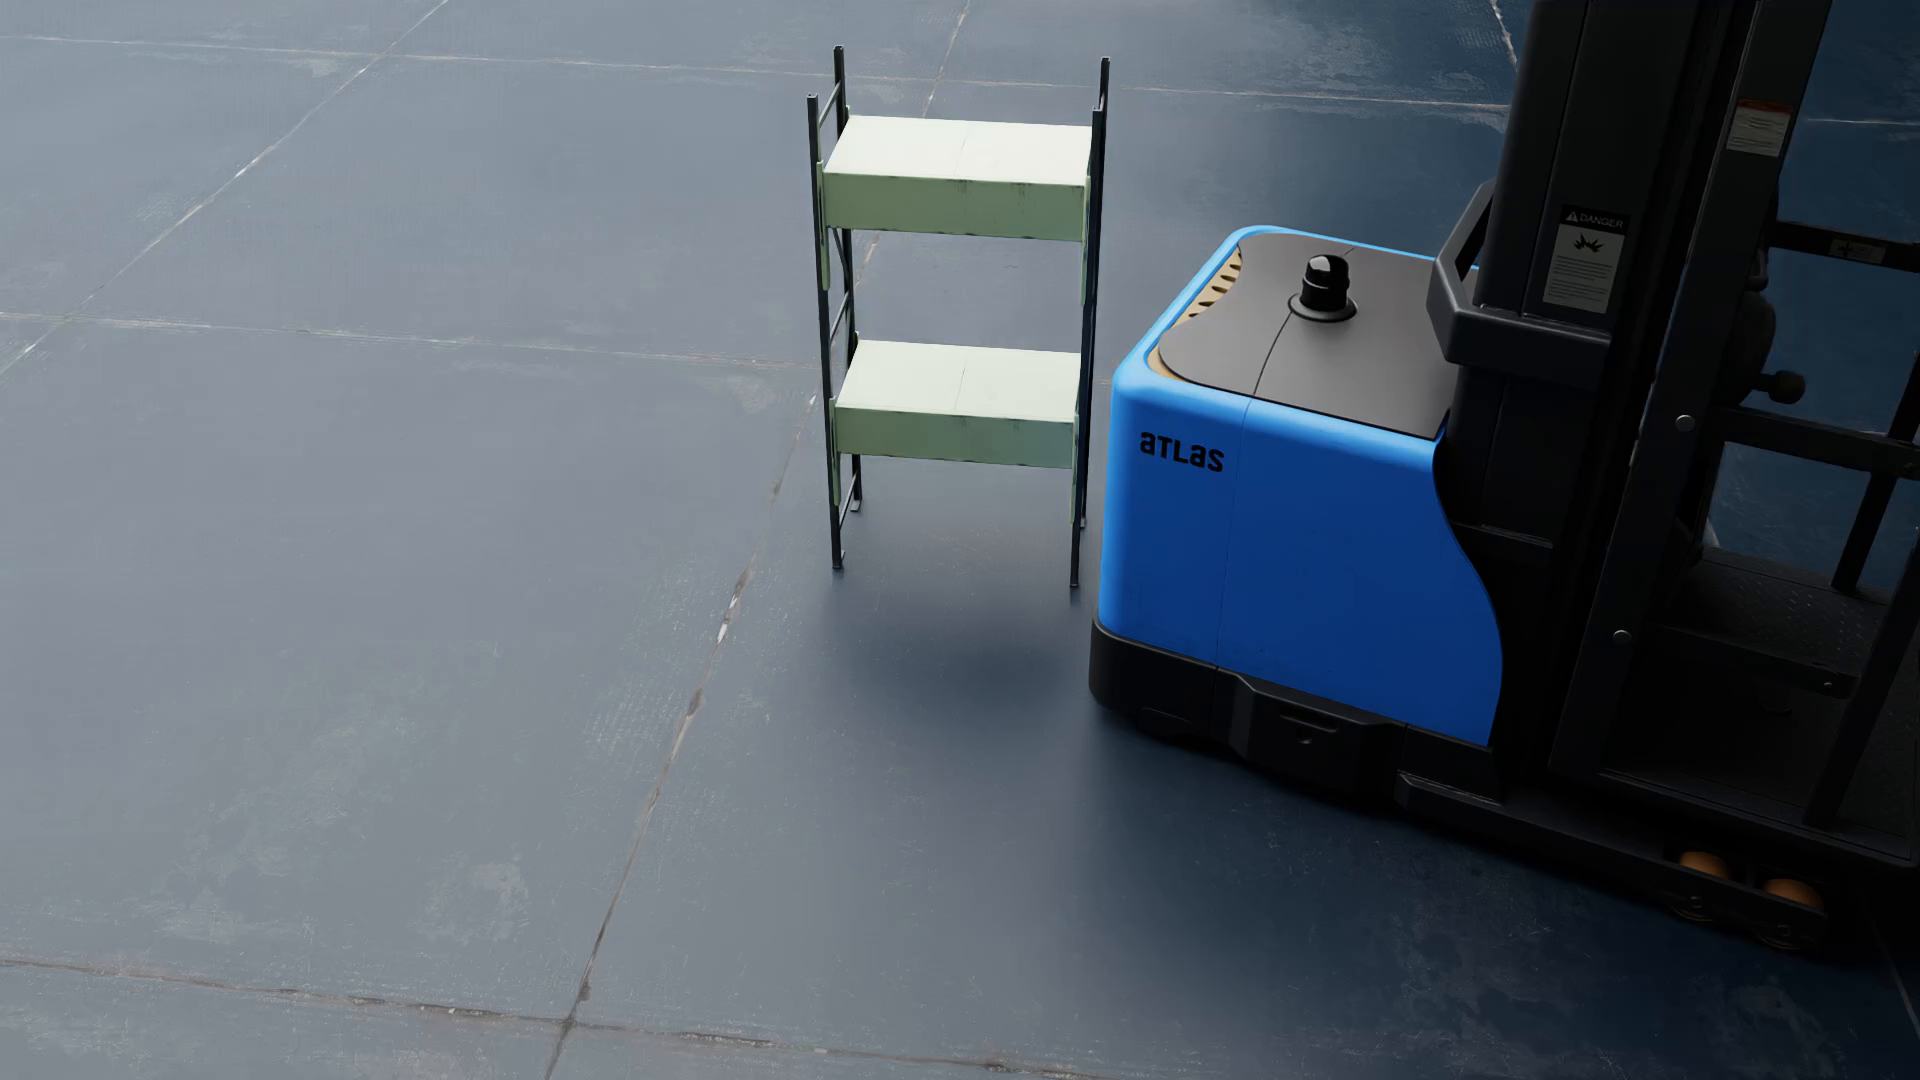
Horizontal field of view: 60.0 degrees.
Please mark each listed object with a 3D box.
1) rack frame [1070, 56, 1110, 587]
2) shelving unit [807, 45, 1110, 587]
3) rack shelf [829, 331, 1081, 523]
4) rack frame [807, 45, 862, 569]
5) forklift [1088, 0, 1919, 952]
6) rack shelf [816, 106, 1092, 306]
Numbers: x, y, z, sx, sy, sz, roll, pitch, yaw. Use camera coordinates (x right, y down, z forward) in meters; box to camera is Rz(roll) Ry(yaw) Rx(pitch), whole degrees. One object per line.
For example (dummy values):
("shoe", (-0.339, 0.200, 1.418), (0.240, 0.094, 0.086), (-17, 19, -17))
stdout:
("rack frame", (0.370, -0.583, 4.776), (0.023, 1.500, 0.400), (4, 36, 6))
("shelving unit", (0.007, -0.610, 4.814), (0.755, 1.500, 0.431), (4, 36, 6))
("rack shelf", (0.007, -0.345, 5.003), (0.720, 0.370, 0.431), (4, 36, 6))
("rack frame", (-0.356, -0.637, 4.852), (0.023, 1.500, 0.400), (4, 36, 6))
("forklift", (1.906, -0.587, 3.550), (3.031, 2.935, 1.130), (16, 39, 21))
("rack shelf", (0.007, -0.928, 4.587), (0.720, 0.370, 0.431), (4, 36, 6))
